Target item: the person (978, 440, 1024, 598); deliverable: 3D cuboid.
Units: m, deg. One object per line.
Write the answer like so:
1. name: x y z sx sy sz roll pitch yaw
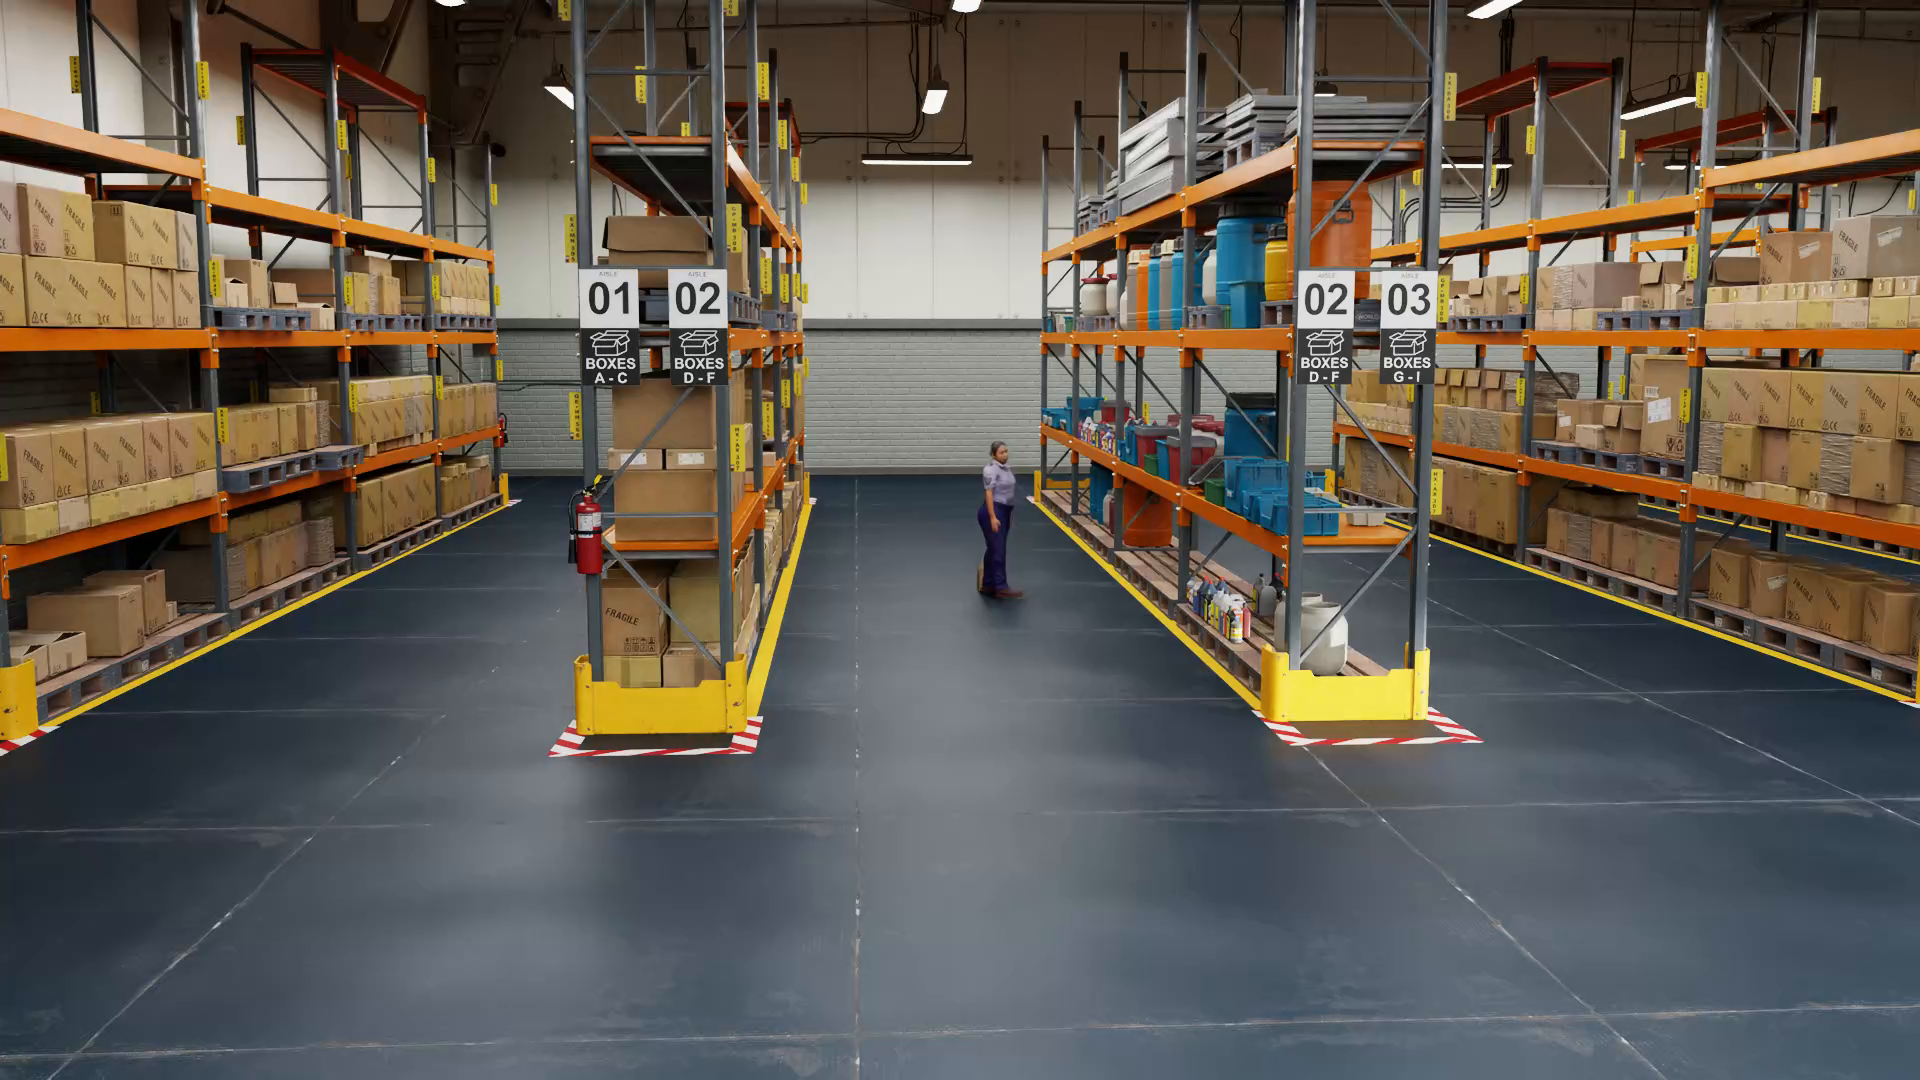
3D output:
1. person: 0.448 -0.224 17.477 0.534 1.647 0.568 3 7 20
